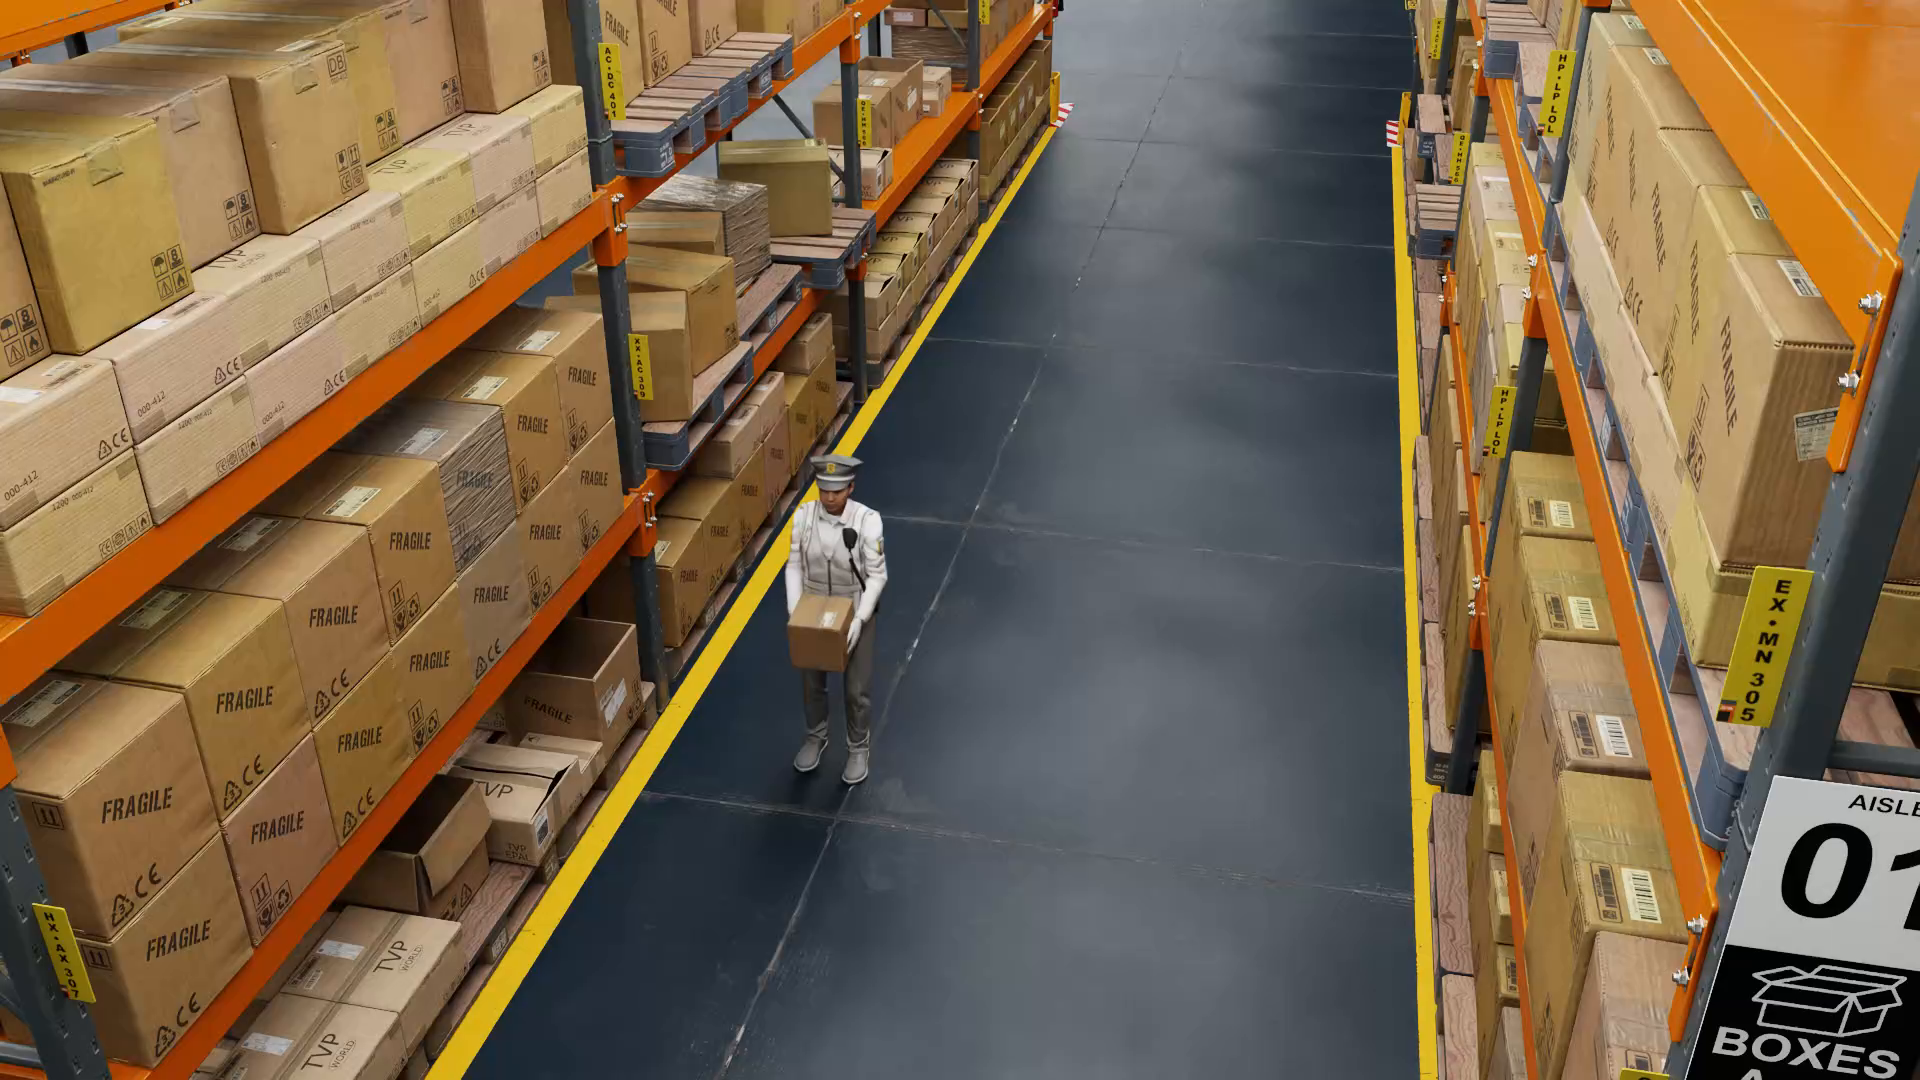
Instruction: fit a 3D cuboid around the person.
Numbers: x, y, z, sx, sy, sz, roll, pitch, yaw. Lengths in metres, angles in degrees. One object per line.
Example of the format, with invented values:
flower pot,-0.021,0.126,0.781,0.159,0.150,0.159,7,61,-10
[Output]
person,-0.594,0.377,7.899,0.494,1.690,0.463,6,29,10
